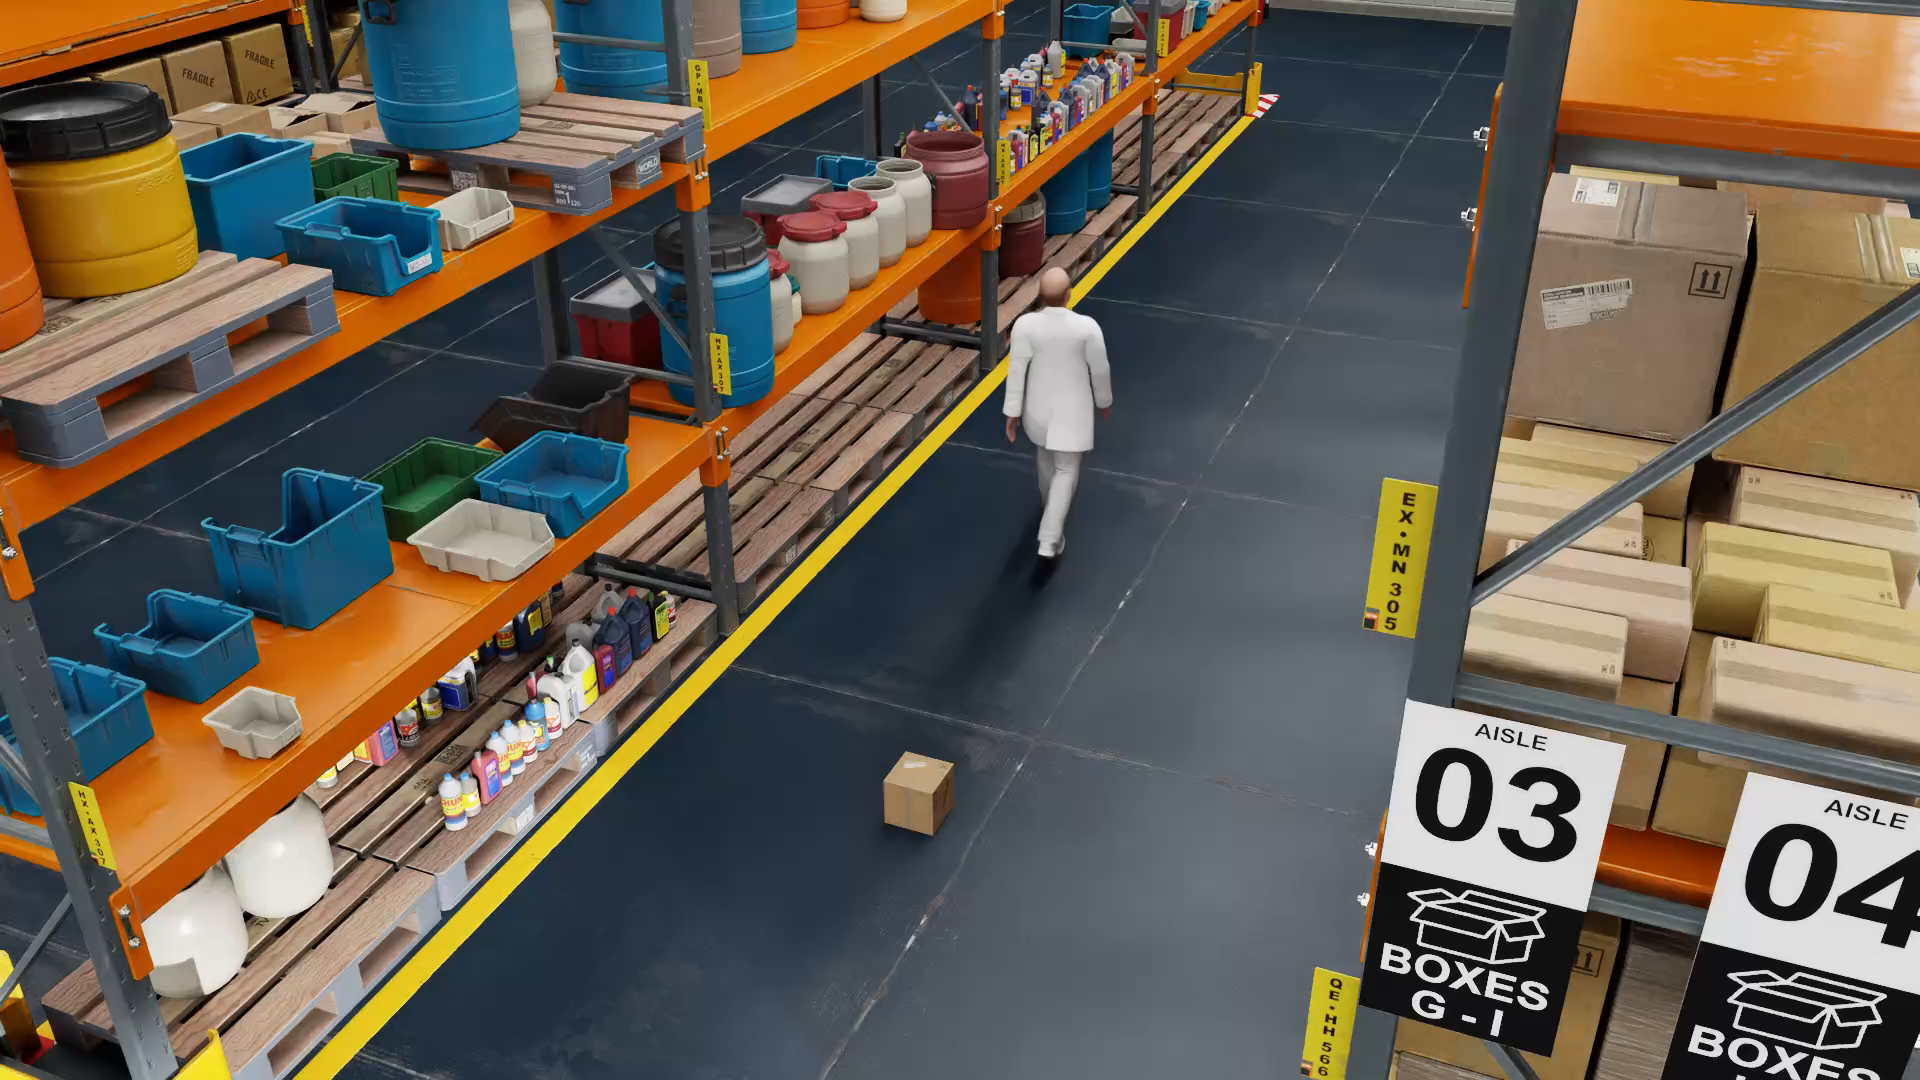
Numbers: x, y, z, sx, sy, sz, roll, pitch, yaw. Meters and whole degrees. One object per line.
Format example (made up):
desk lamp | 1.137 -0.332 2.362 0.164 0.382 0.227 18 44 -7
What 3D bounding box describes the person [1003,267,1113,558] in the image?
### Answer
person | 0.582 -0.791 9.829 0.611 1.735 1.088 8 30 13
